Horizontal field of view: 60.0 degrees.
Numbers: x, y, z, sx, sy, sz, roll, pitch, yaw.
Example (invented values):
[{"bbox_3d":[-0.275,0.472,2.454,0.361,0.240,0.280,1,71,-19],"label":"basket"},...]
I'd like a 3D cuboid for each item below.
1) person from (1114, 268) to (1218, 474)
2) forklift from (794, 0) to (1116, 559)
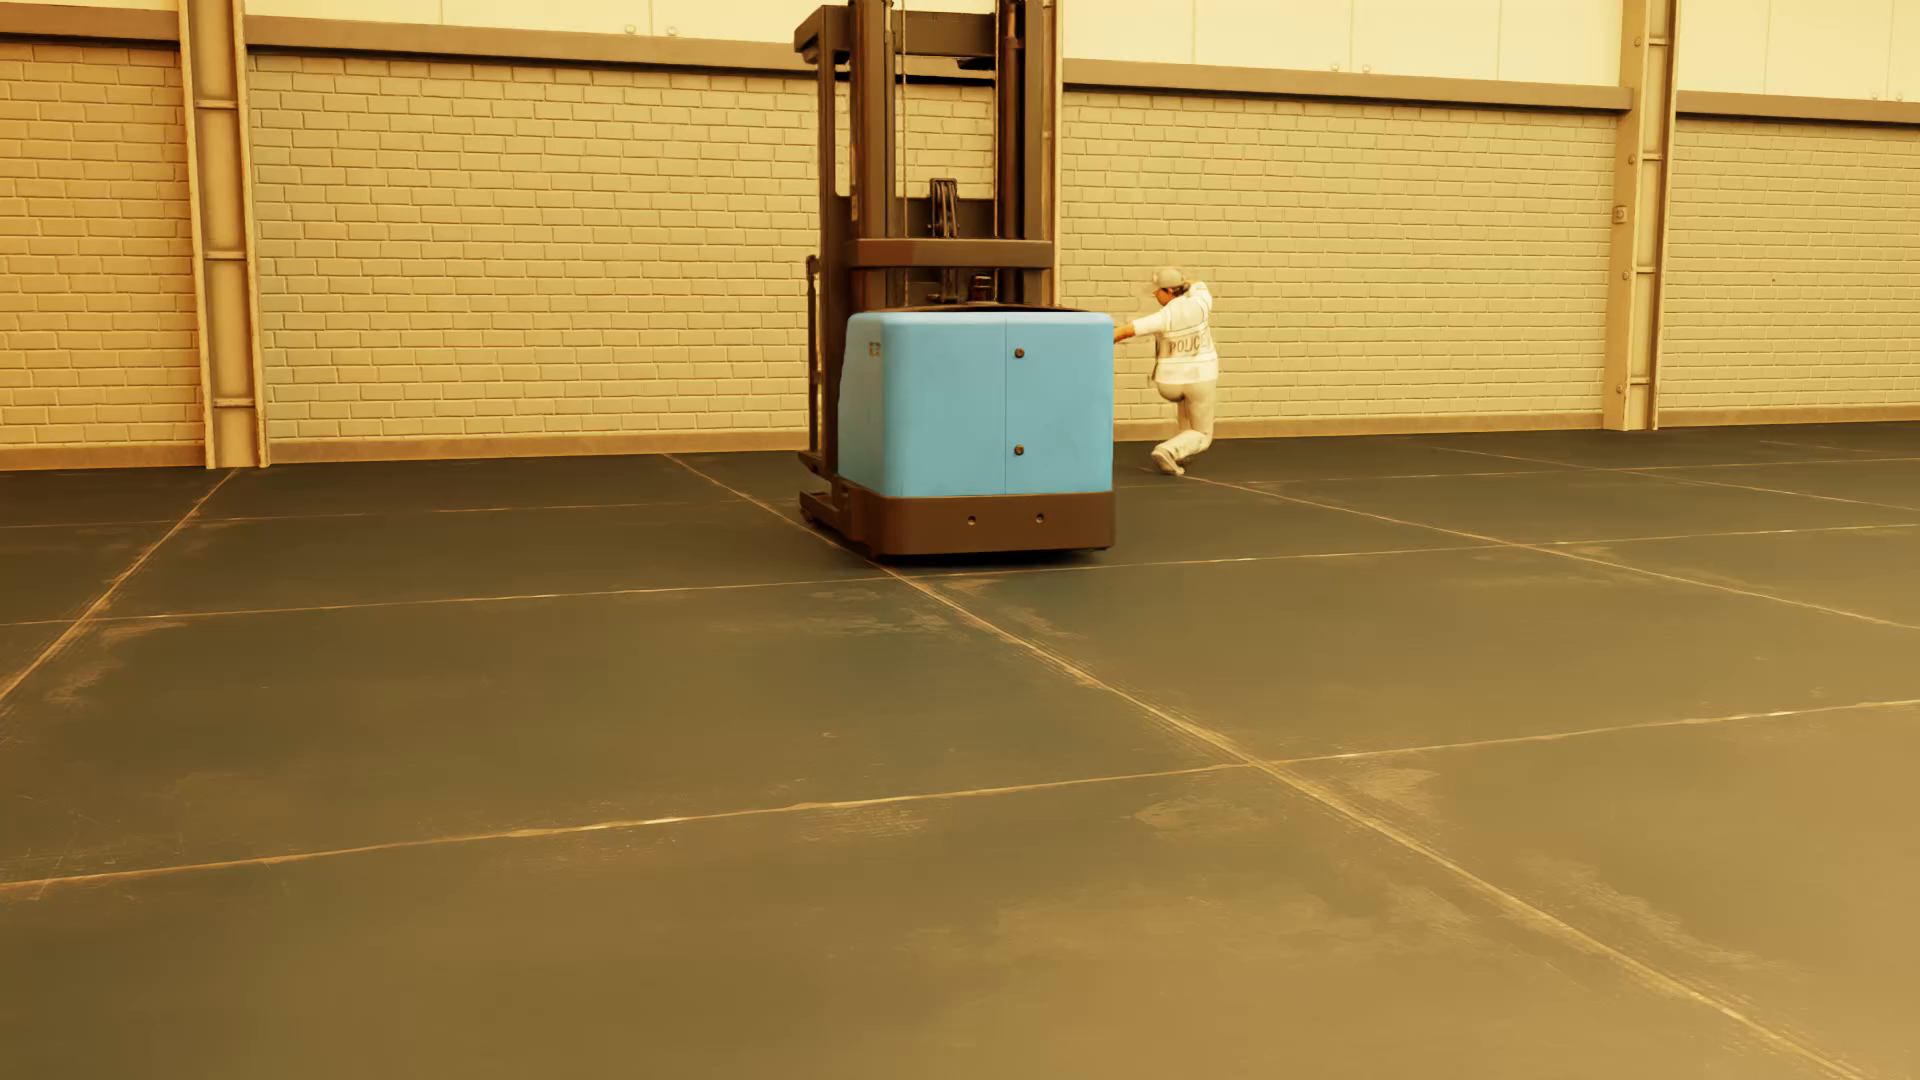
[{"bbox_3d":[1.320,-1.164,11.462,0.919,1.391,0.933,2,8,16],"label":"person"},{"bbox_3d":[-0.208,-1.530,8.294,1.130,2.935,3.031,-2,8,-15],"label":"forklift"}]
